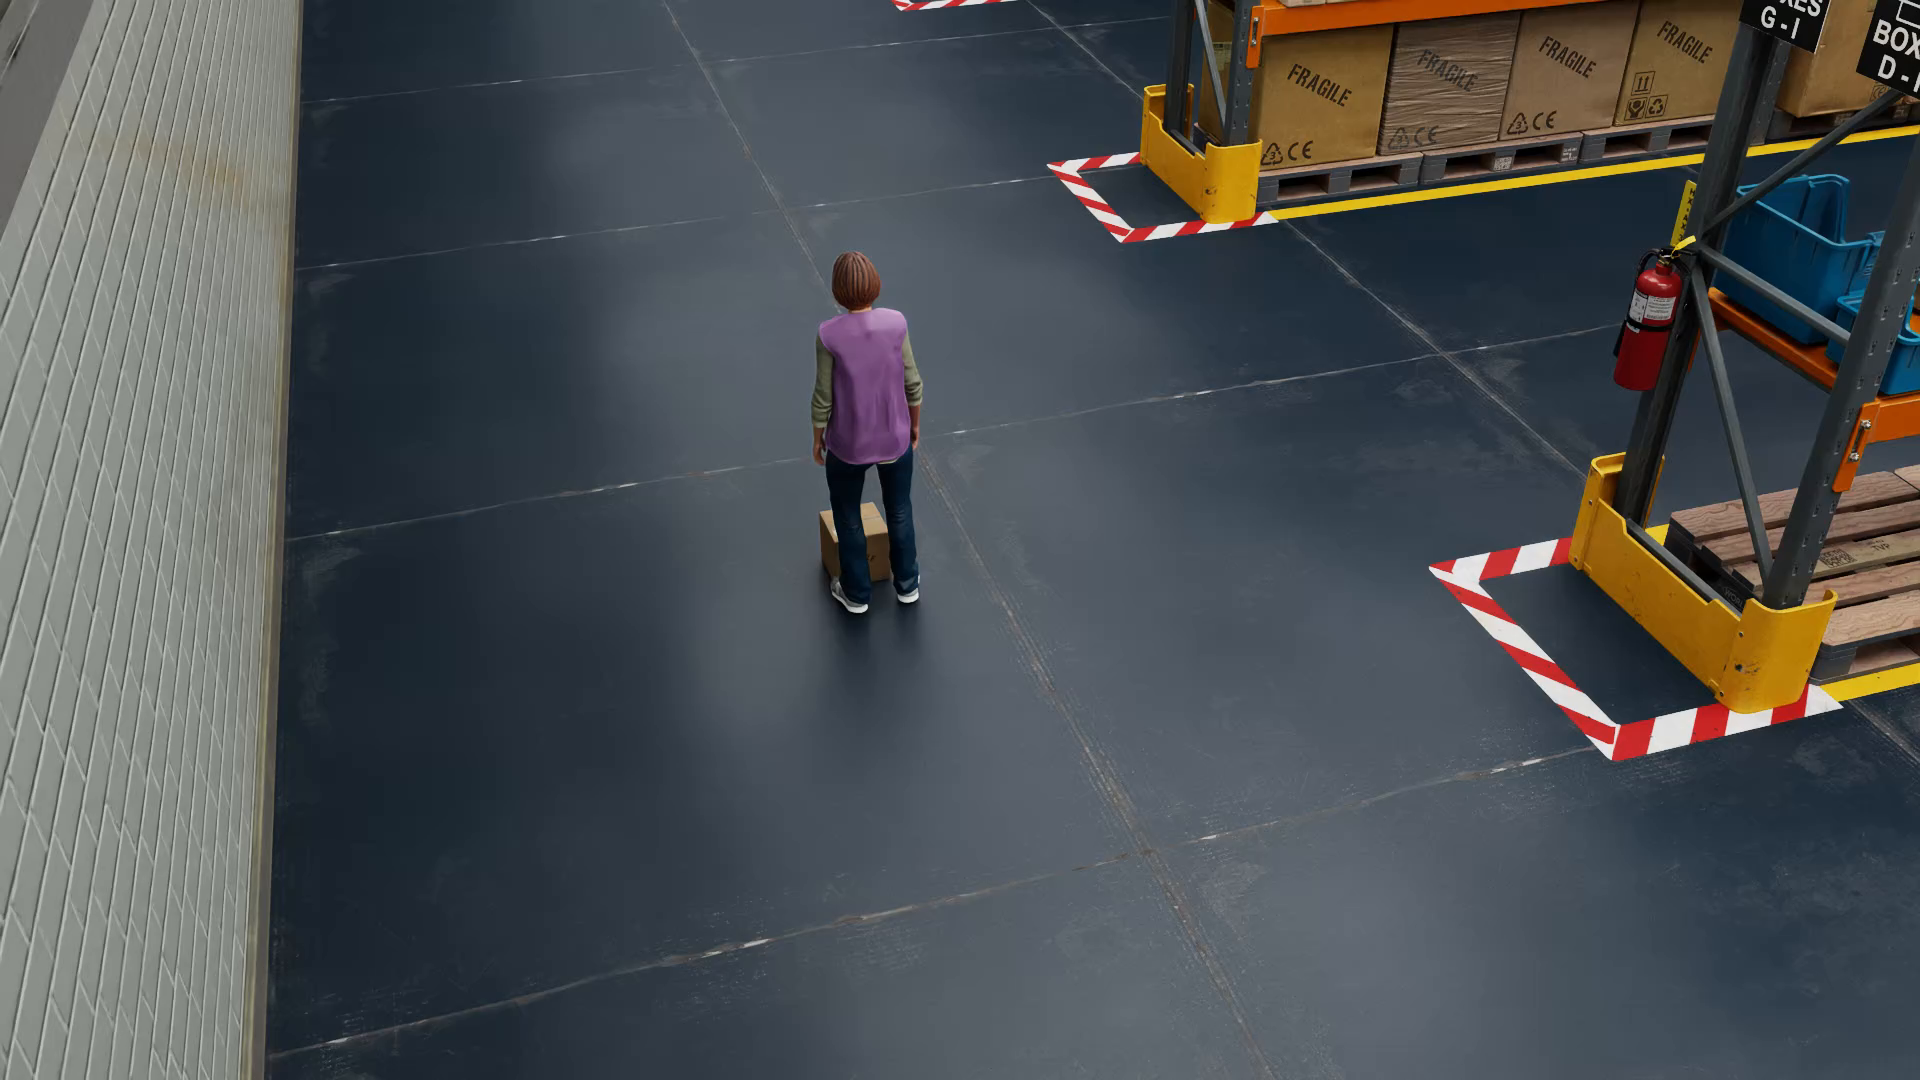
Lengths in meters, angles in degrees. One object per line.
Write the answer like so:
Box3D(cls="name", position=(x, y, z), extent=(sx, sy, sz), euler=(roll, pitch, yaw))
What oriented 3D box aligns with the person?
Box3D(cls="person", position=(-0.374, -0.318, 6.795), extent=(0.460, 1.392, 0.338), euler=(-10, 36, -14))
